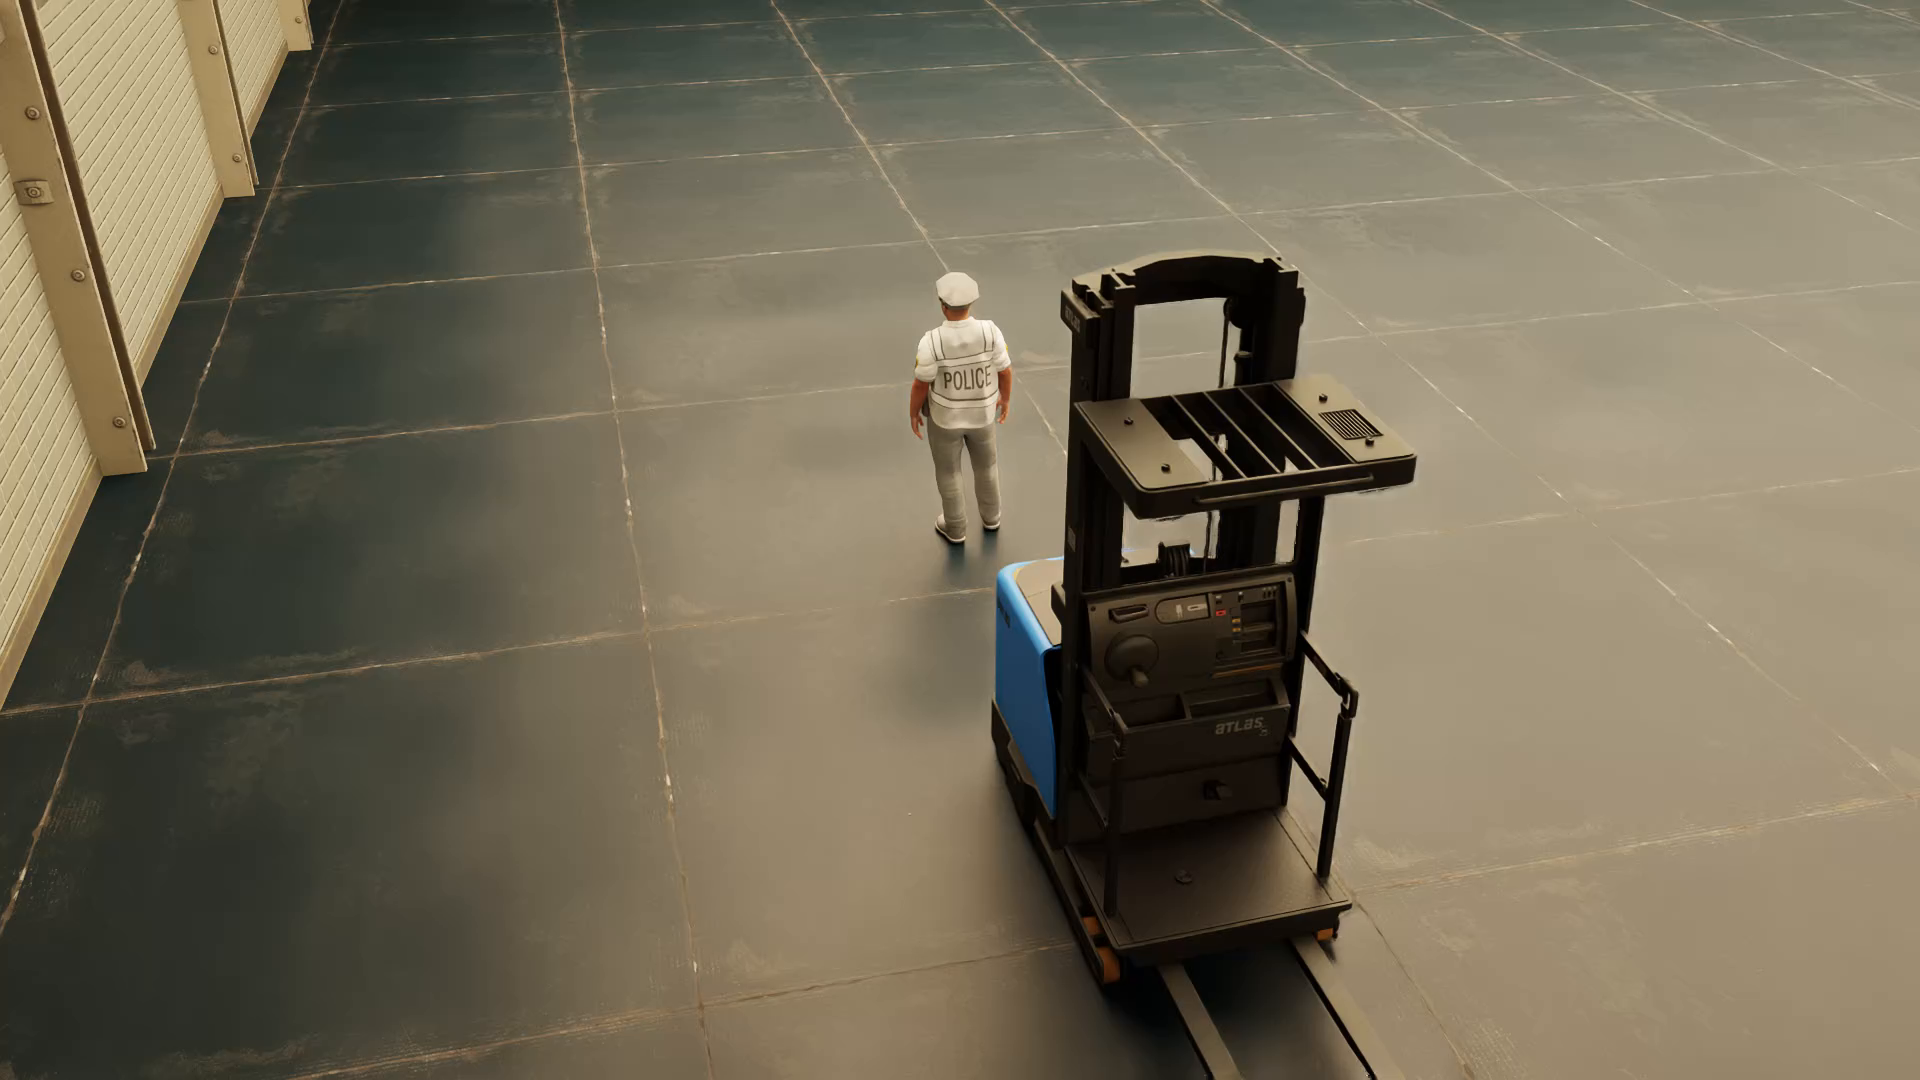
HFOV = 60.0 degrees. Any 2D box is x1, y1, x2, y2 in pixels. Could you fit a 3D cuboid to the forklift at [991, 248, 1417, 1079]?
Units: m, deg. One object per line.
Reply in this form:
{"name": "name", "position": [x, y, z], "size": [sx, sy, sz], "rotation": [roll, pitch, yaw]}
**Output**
{"name": "forklift", "position": [1.040, 0.432, 6.828], "size": [1.130, 2.935, 3.031], "rotation": [-8, 31, -13]}

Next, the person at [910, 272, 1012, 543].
{"name": "person", "position": [-0.007, -0.818, 10.117], "size": [0.641, 1.781, 0.574], "rotation": [-7, 31, -12]}
